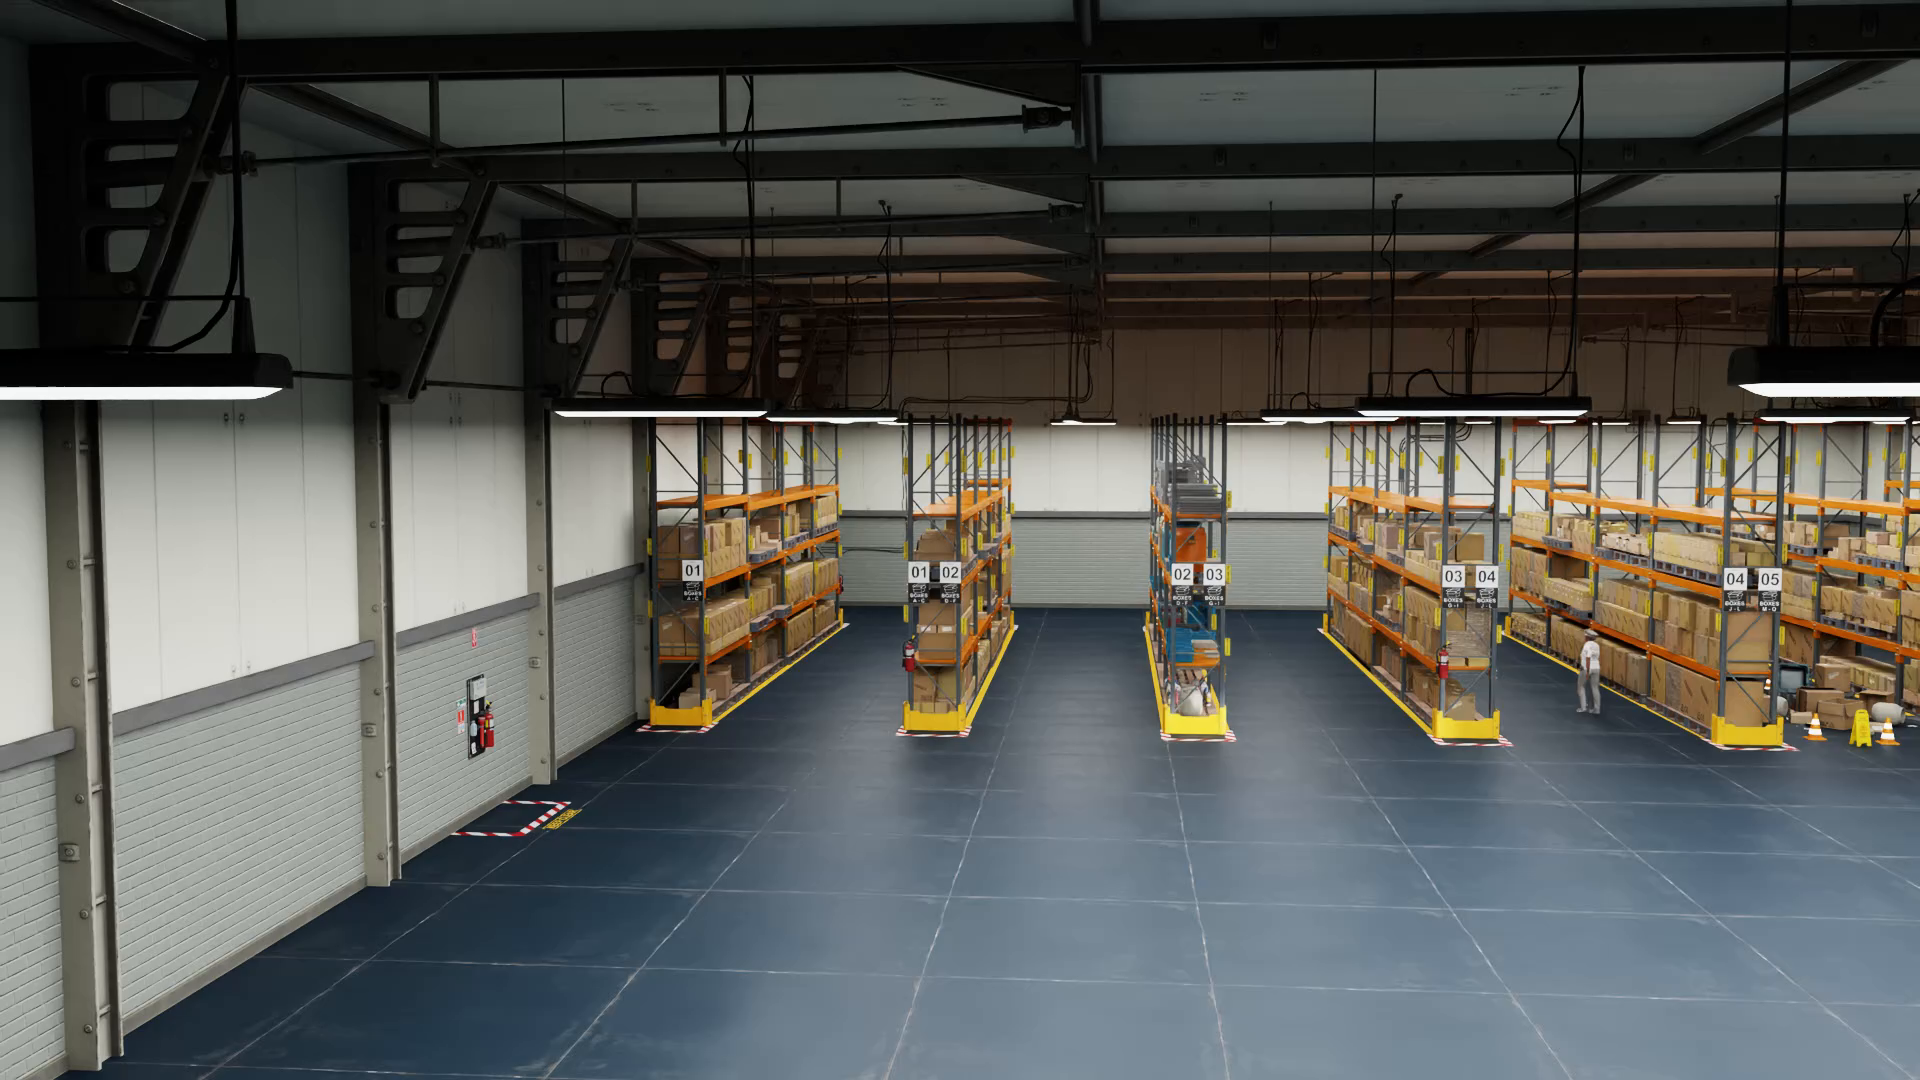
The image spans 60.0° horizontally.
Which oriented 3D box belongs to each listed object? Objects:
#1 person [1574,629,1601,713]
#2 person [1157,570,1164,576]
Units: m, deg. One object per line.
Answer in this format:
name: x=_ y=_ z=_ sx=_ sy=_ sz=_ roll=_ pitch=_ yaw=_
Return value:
person: x=12.665 y=2.666 z=33.354 sx=0.457 sy=1.723 sz=0.555 roll=-1 pitch=4 yaw=-13
person: x=6.177 y=1.491 z=50.527 sx=0.497 sy=1.624 sz=1.033 roll=3 pitch=5 yaw=33
